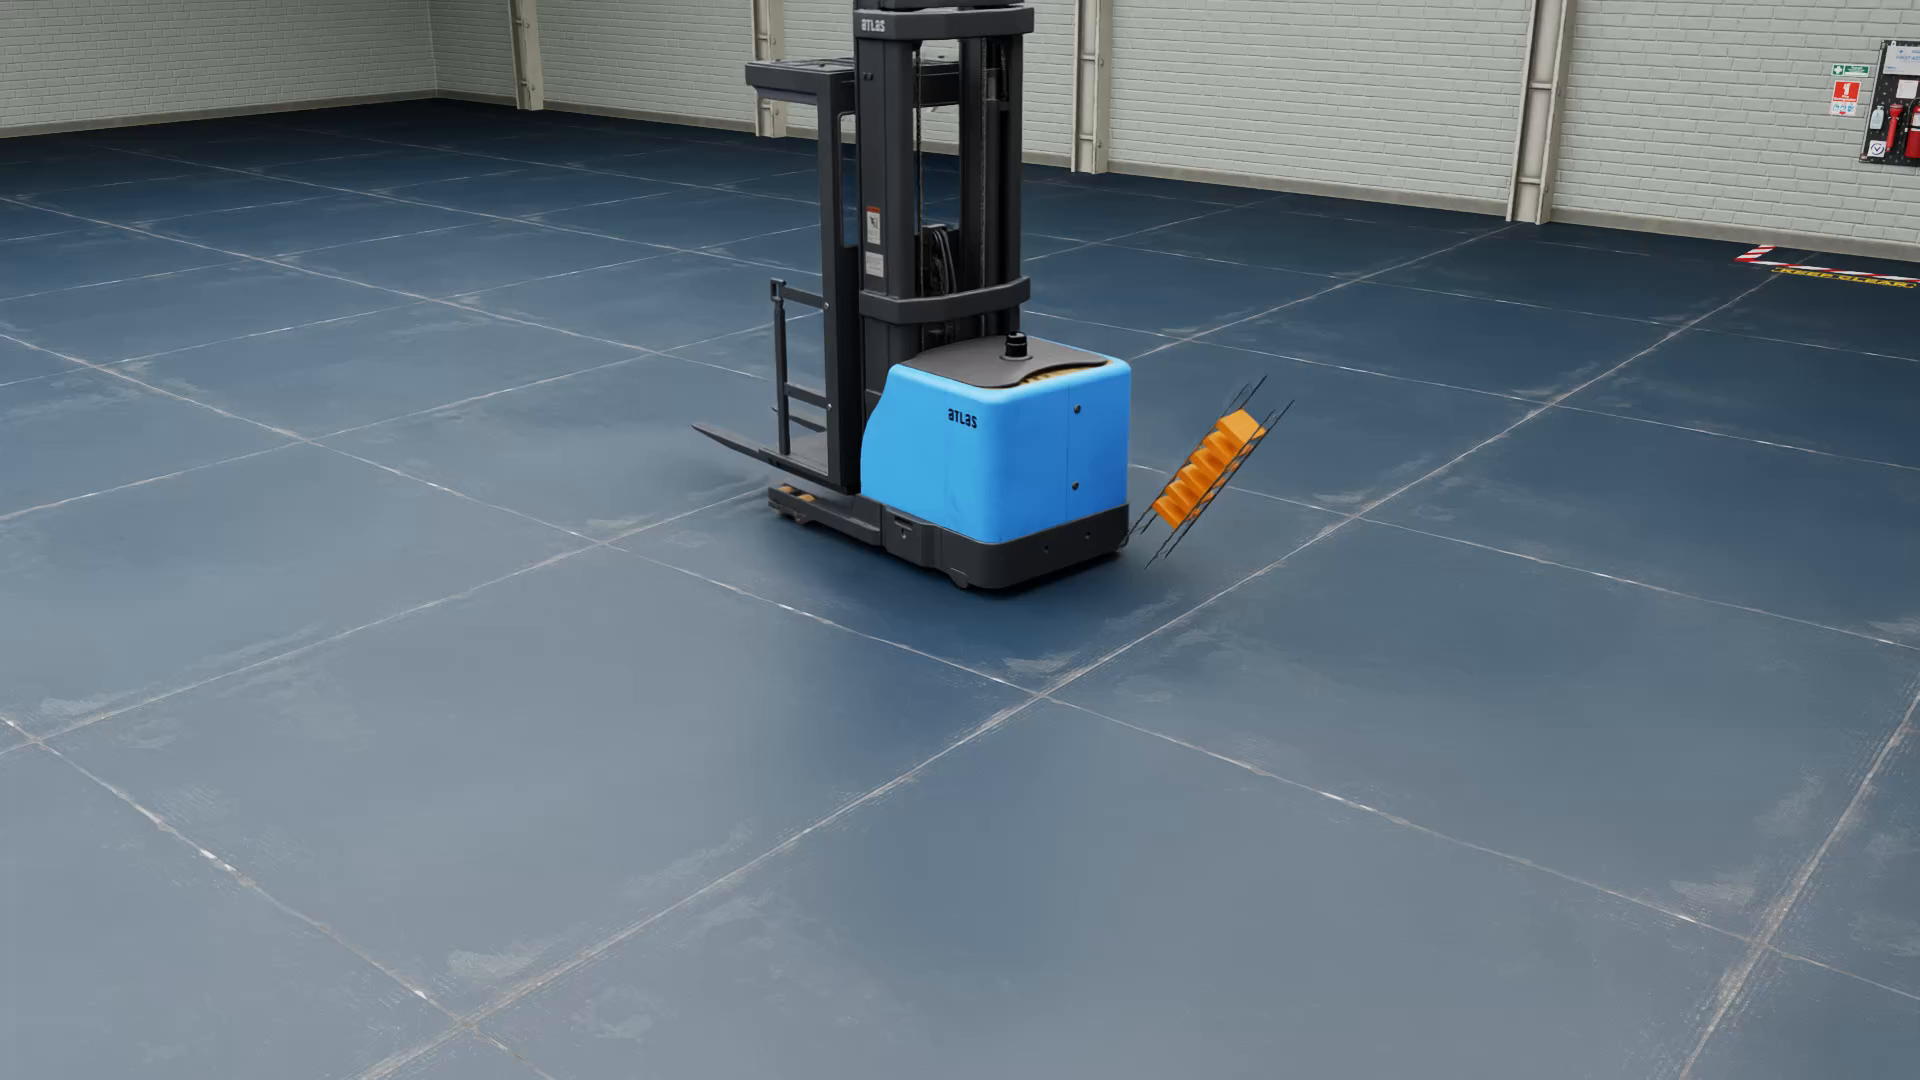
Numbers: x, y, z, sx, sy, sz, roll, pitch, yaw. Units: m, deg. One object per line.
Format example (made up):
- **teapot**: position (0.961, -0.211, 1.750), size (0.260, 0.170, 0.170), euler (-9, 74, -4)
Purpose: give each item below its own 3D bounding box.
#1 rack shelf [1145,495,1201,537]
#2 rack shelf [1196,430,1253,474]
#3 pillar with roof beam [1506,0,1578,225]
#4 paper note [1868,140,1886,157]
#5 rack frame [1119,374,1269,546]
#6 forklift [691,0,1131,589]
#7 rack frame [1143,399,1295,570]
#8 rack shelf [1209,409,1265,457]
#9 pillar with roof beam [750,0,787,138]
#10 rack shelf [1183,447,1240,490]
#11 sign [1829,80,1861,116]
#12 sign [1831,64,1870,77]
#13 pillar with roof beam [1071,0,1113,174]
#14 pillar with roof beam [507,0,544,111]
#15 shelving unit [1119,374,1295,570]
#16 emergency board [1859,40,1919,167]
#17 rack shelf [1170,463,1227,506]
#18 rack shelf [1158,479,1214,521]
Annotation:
- **rack shelf**: position (1.117, -0.147, 8.661), size (0.180, 0.103, 0.258), euler (47, 39, 15)
- **rack shelf**: position (1.336, -0.461, 8.371), size (0.180, 0.103, 0.258), euler (47, 39, 15)
- **pillar with roof beam**: position (3.657, -6.619, 13.968), size (0.400, 9.000, 9.100), euler (16, 26, 36)
- **paper note**: position (9.044, -3.859, 16.398), size (0.142, 0.148, 0.016), euler (16, 26, 36)
- **rack frame**: position (1.186, -0.397, 8.513), size (0.006, 1.200, 0.240), euler (47, 39, 15)
- **forklift**: position (-0.447, -1.567, 9.170), size (1.130, 2.935, 3.031), euler (-17, 27, -38)
- **rack frame**: position (1.307, -0.269, 8.466), size (0.006, 1.200, 0.240), euler (47, 39, 15)
- **rack shelf**: position (1.390, -0.540, 8.299), size (0.180, 0.103, 0.258), euler (47, 39, 15)
- **pillar with roof beam**: position (-5.639, -9.297, 21.068), size (0.400, 9.000, 9.100), euler (16, 26, 36)
- **rack shelf**: position (1.281, -0.383, 8.444), size (0.180, 0.103, 0.258), euler (47, 39, 15)
- **sign**: position (8.774, -4.381, 16.483), size (0.234, 0.329, 0.001), euler (16, 26, 36)
- **sign**: position (8.772, -4.625, 16.380), size (0.331, 0.109, 0.001), euler (16, 26, 36)
- **pillar with roof beam**: position (-0.991, -7.958, 17.518), size (0.400, 9.000, 9.100), euler (16, 26, 36)
- **pillar with roof beam**: position (-10.288, -10.635, 24.618), size (0.400, 9.000, 9.100), euler (16, 26, 36)
- **shelving unit**: position (1.247, -0.333, 8.490), size (0.189, 1.200, 0.258), euler (47, 39, 15)
- **emergency board**: position (9.137, -4.212, 16.087), size (0.643, 1.169, 0.194), euler (16, 26, 36)
- **rack shelf**: position (1.226, -0.304, 8.516), size (0.180, 0.103, 0.258), euler (47, 39, 15)
- **rack shelf**: position (1.172, -0.226, 8.589), size (0.180, 0.103, 0.258), euler (47, 39, 15)
